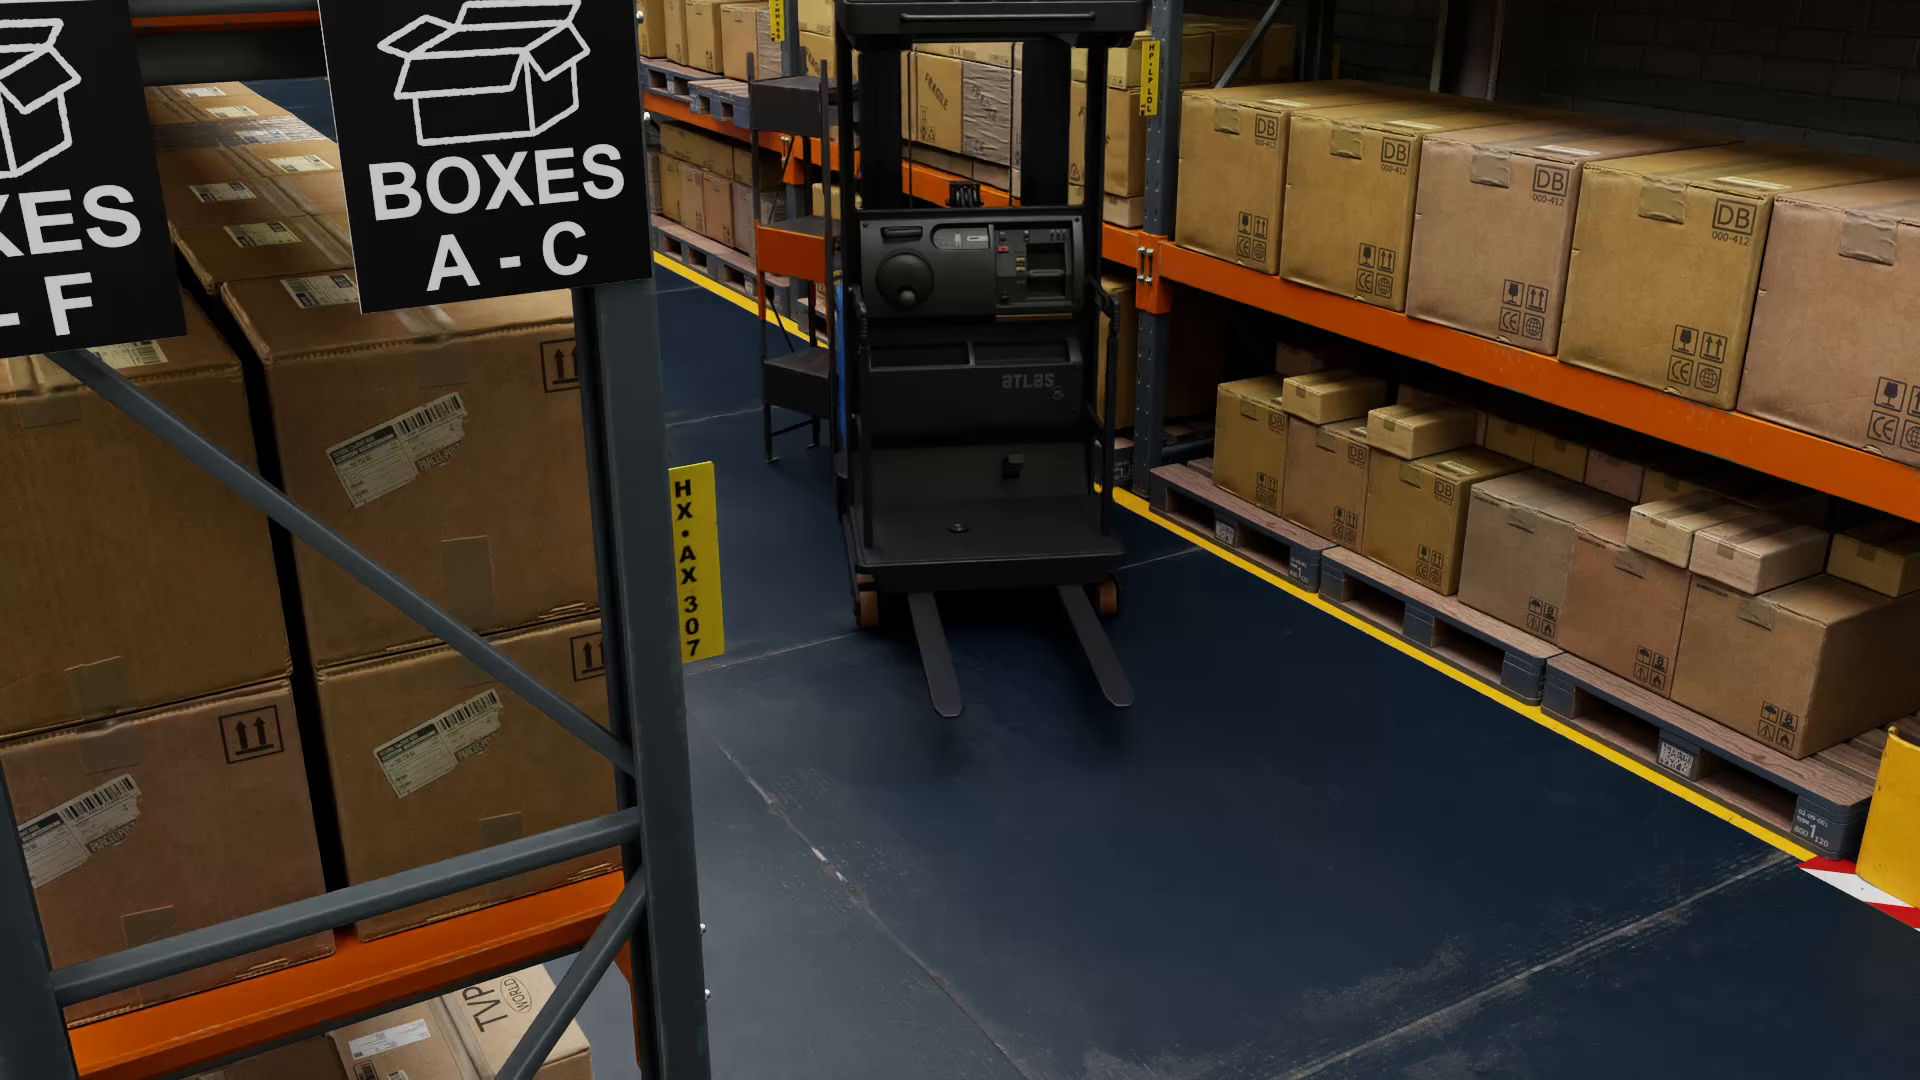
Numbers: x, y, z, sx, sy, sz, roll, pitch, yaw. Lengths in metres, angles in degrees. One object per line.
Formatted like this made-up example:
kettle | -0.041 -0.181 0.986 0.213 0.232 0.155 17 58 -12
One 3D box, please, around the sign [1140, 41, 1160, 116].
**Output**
sign | 0.865 -2.096 7.551 0.100 0.325 0.005 -13 25 -28

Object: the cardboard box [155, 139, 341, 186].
cardboard box | -1.672 -0.653 3.974 0.500 0.500 0.500 -13 25 -29

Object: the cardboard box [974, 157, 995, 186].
cardboard box | 0.299 -2.071 9.230 0.380 0.149 0.250 -13 26 -30

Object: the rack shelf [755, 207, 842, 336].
rack shelf | -0.710 -1.366 8.421 0.480 0.518 0.431 17 28 36

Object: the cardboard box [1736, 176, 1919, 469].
cardboard box | 3.101 -0.711 5.178 0.980 0.700 0.700 -11 25 -26

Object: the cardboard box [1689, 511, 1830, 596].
cardboard box | 2.704 0.041 5.628 0.380 0.149 0.250 -13 25 -29

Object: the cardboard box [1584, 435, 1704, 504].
cardboard box | 2.644 -0.278 6.412 0.380 0.149 0.250 -12 25 -27

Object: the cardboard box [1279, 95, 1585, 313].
cardboard box | 1.958 -1.426 6.938 0.980 0.700 0.700 -13 26 -30

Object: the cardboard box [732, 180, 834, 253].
cardboard box | -1.293 -2.456 12.606 0.700 0.500 0.500 -13 25 -28

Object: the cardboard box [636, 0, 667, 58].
cardboard box | -2.250 -4.190 13.418 0.700 0.500 0.500 -10 24 -23

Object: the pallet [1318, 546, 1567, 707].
pallet | 2.275 0.245 6.928 1.003 0.211 1.213 -13 25 -28

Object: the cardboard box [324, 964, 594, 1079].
cardboard box | -1.176 1.223 3.886 0.500 0.250 0.500 -13 25 -28

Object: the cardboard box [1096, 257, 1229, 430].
cardboard box | 0.883 -1.087 8.800 0.750 0.750 0.750 -12 25 -28

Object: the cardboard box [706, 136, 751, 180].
cardboard box | -1.634 -2.977 12.890 0.500 0.250 0.500 -13 25 -28

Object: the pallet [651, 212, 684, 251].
pallet | -2.361 -2.749 14.296 1.003 0.211 1.213 -13 25 -28

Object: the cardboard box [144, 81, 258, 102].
cardboard box | -2.449 -1.145 5.184 0.500 0.500 0.500 -12 25 -28

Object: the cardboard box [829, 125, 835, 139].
cardboard box | -0.627 -2.657 10.671 0.380 0.149 0.250 -12 25 -28

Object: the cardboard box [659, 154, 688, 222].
cardboard box | -2.063 -2.946 13.812 0.700 0.500 0.500 -13 26 -29

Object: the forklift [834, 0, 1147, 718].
forklift | 0.081 -1.124 6.684 1.130 2.935 3.031 -3 22 -7

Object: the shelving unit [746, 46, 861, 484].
shelving unit | -0.710 -1.379 8.416 0.503 2.100 0.431 17 28 36

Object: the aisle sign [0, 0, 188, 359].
aisle sign | -1.116 -0.578 1.797 0.394 0.787 0.004 -13 25 -28

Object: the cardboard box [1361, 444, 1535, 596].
cardboard box | 2.134 -0.148 6.955 0.700 0.500 0.500 -12 25 -27

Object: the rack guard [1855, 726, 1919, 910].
rack guard | 3.382 0.757 5.284 1.175 0.500 0.348 -13 25 -28

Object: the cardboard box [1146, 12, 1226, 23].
cardboard box | 1.042 -2.611 8.702 0.500 0.250 0.500 -12 25 -28

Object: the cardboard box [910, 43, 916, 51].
cardboard box | -0.173 -3.007 9.677 0.500 0.250 0.500 -12 25 -28

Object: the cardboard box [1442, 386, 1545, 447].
cardboard box | 2.251 -0.526 7.023 0.380 0.149 0.250 -12 25 -28

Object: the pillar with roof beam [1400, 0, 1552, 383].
pillar with roof beam | -1.273 -3.594 4.704 9.100 9.000 0.400 -13 25 -28

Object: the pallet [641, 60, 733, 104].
pallet | -1.763 -3.542 12.797 1.003 0.211 1.213 -13 25 -28

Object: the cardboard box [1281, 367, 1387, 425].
cardboard box | 1.638 -0.633 7.285 0.380 0.149 0.250 -12 25 -26

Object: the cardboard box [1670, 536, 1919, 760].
cardboard box | 2.926 0.348 5.735 0.700 0.500 0.500 -13 25 -28

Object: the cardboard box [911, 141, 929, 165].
cardboard box | -0.067 -2.329 9.864 0.380 0.149 0.250 -12 25 -27

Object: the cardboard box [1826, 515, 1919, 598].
cardboard box | 3.162 0.049 5.608 0.380 0.149 0.250 -12 25 -28

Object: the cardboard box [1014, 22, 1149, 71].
cardboard box | 0.615 -2.513 8.461 0.500 0.250 0.500 -12 25 -27

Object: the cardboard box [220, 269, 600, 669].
cardboard box | -0.887 -0.158 2.757 0.500 0.500 0.500 -12 25 -27

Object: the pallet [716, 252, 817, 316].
pallet | -1.115 -1.960 12.352 1.003 0.211 1.213 -13 25 -28

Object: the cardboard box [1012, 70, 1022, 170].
cardboard box | 0.605 -2.161 8.590 0.500 0.500 0.500 -12 25 -28

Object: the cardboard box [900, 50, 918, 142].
cardboard box | -0.177 -2.653 9.800 0.500 0.500 0.500 -13 25 -28

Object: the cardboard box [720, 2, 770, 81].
cardboard box | -1.274 -3.574 11.904 0.700 0.500 0.500 -15 27 -33

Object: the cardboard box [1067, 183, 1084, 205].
cardboard box | 0.761 -1.728 8.387 0.380 0.149 0.250 -12 25 -27

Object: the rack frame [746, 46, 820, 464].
rack frame | -0.900 -1.437 8.558 0.015 2.100 0.400 17 28 36

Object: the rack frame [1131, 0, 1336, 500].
rack frame | 1.326 -1.703 8.018 1.000 3.000 0.127 -13 25 -28

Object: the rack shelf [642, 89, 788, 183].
rack shelf | -1.739 -3.312 12.932 1.077 0.370 4.000 -13 25 -28
